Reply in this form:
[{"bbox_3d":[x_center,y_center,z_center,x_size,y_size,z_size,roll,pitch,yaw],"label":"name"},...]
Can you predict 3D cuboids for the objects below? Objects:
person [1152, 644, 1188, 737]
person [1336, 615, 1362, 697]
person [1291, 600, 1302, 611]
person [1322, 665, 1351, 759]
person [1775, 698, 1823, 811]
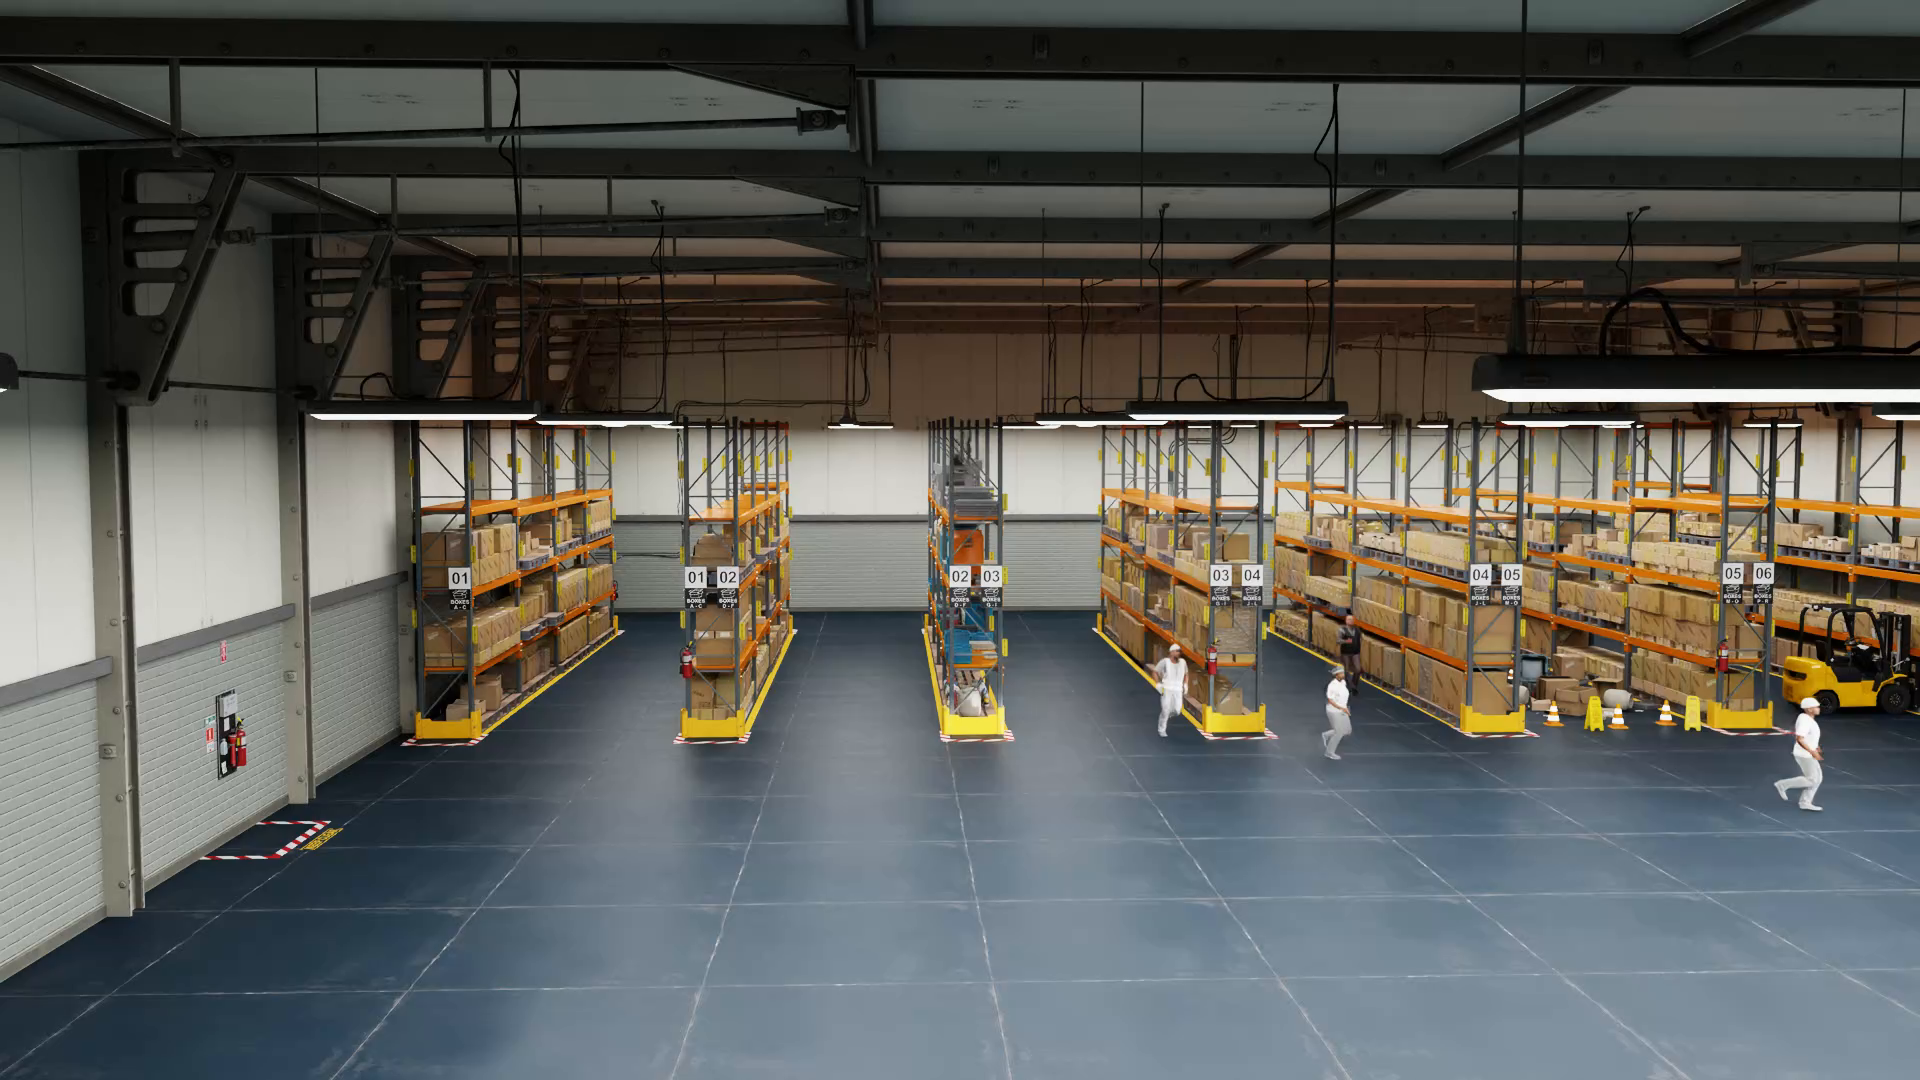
[{"bbox_3d":[3.984,2.822,31.406,0.734,1.725,0.568,-1,4,-15],"label":"person"},{"bbox_3d":[8.466,2.517,36.039,0.637,1.763,0.711,0,4,-4],"label":"person"},{"bbox_3d":[10.025,1.738,48.970,0.549,1.603,0.579,0,4,-7],"label":"person"},{"bbox_3d":[6.625,3.003,29.123,0.610,1.660,0.591,4,5,44],"label":"person"},{"bbox_3d":[12.713,3.226,25.169,0.652,1.716,0.687,2,4,29],"label":"person"}]
